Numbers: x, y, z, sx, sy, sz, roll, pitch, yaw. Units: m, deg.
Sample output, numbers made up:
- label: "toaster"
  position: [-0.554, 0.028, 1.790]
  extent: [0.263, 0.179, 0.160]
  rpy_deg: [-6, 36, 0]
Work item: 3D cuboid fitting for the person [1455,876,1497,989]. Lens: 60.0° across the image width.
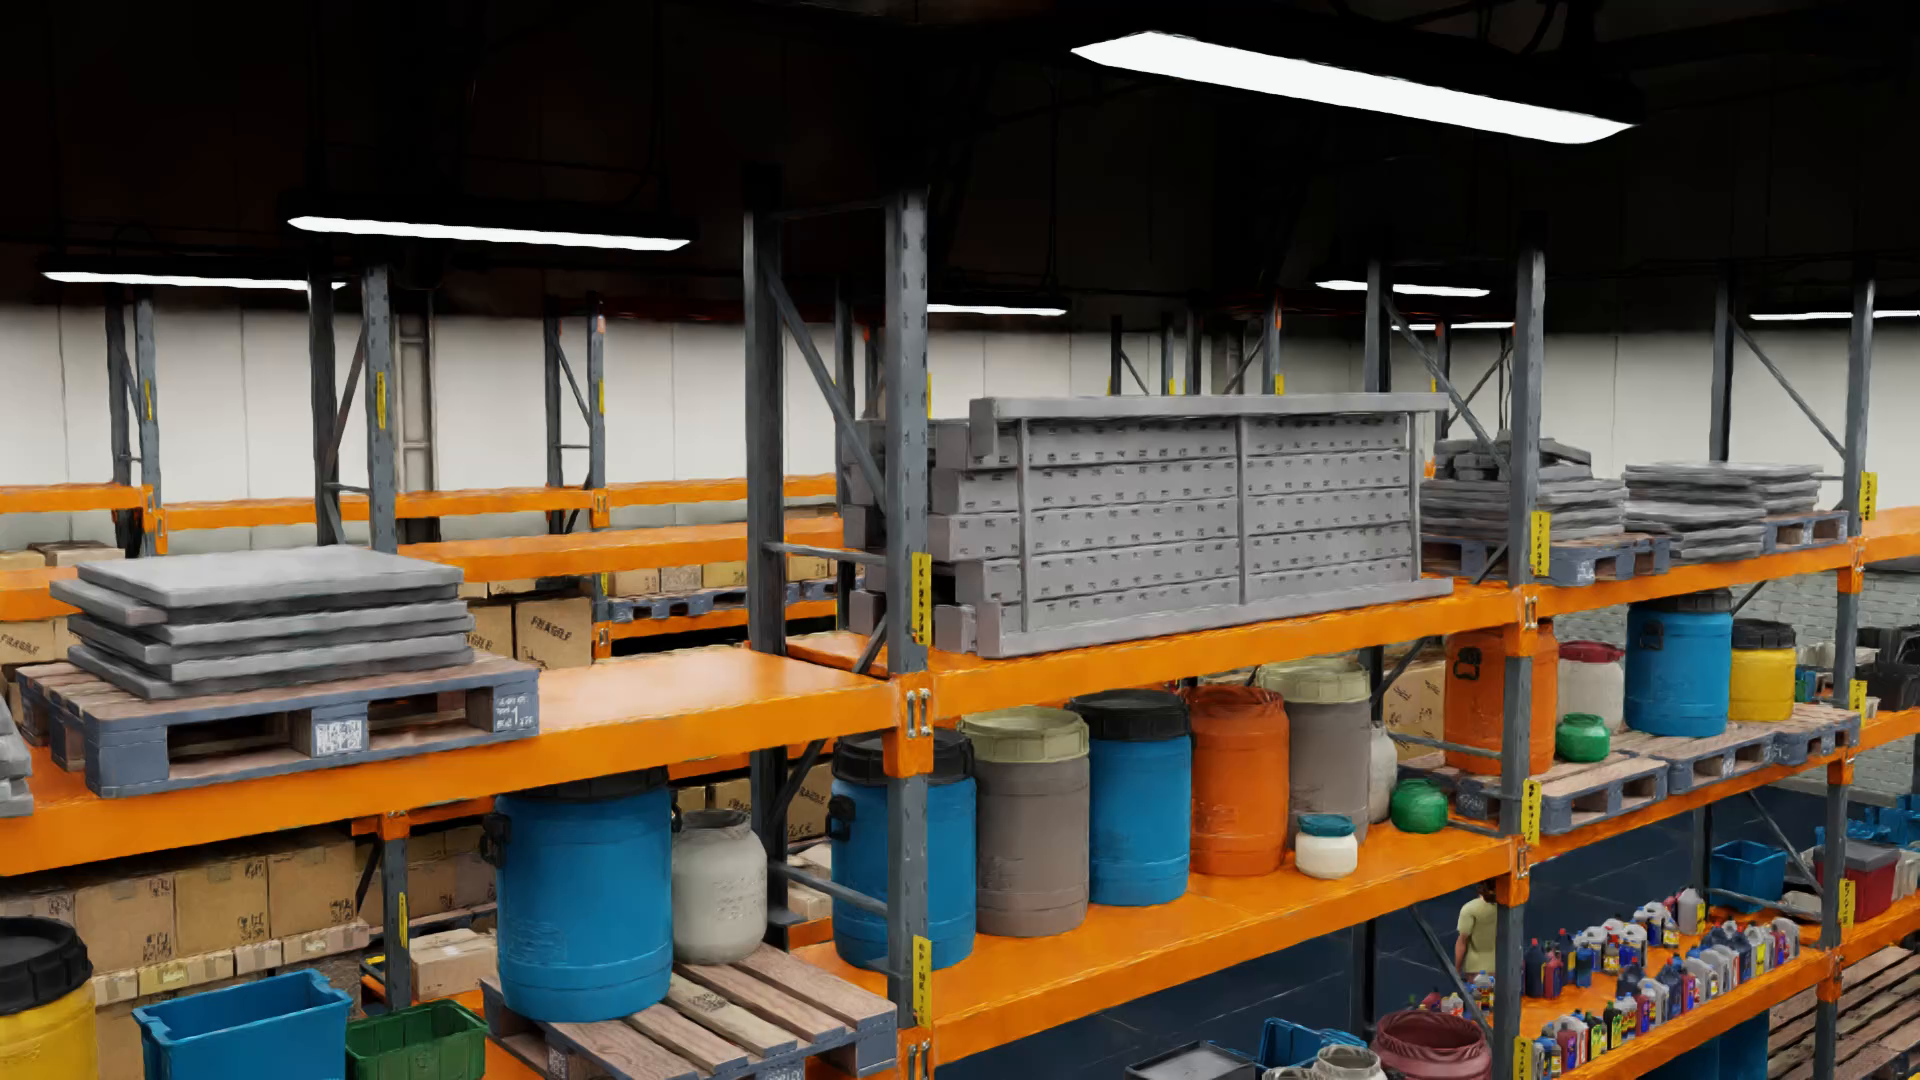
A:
- label: "person"
  position: [3.826, 3.153, 12.126]
  extent: [0.543, 1.667, 0.565]
  rpy_deg: [-1, 6, -12]
